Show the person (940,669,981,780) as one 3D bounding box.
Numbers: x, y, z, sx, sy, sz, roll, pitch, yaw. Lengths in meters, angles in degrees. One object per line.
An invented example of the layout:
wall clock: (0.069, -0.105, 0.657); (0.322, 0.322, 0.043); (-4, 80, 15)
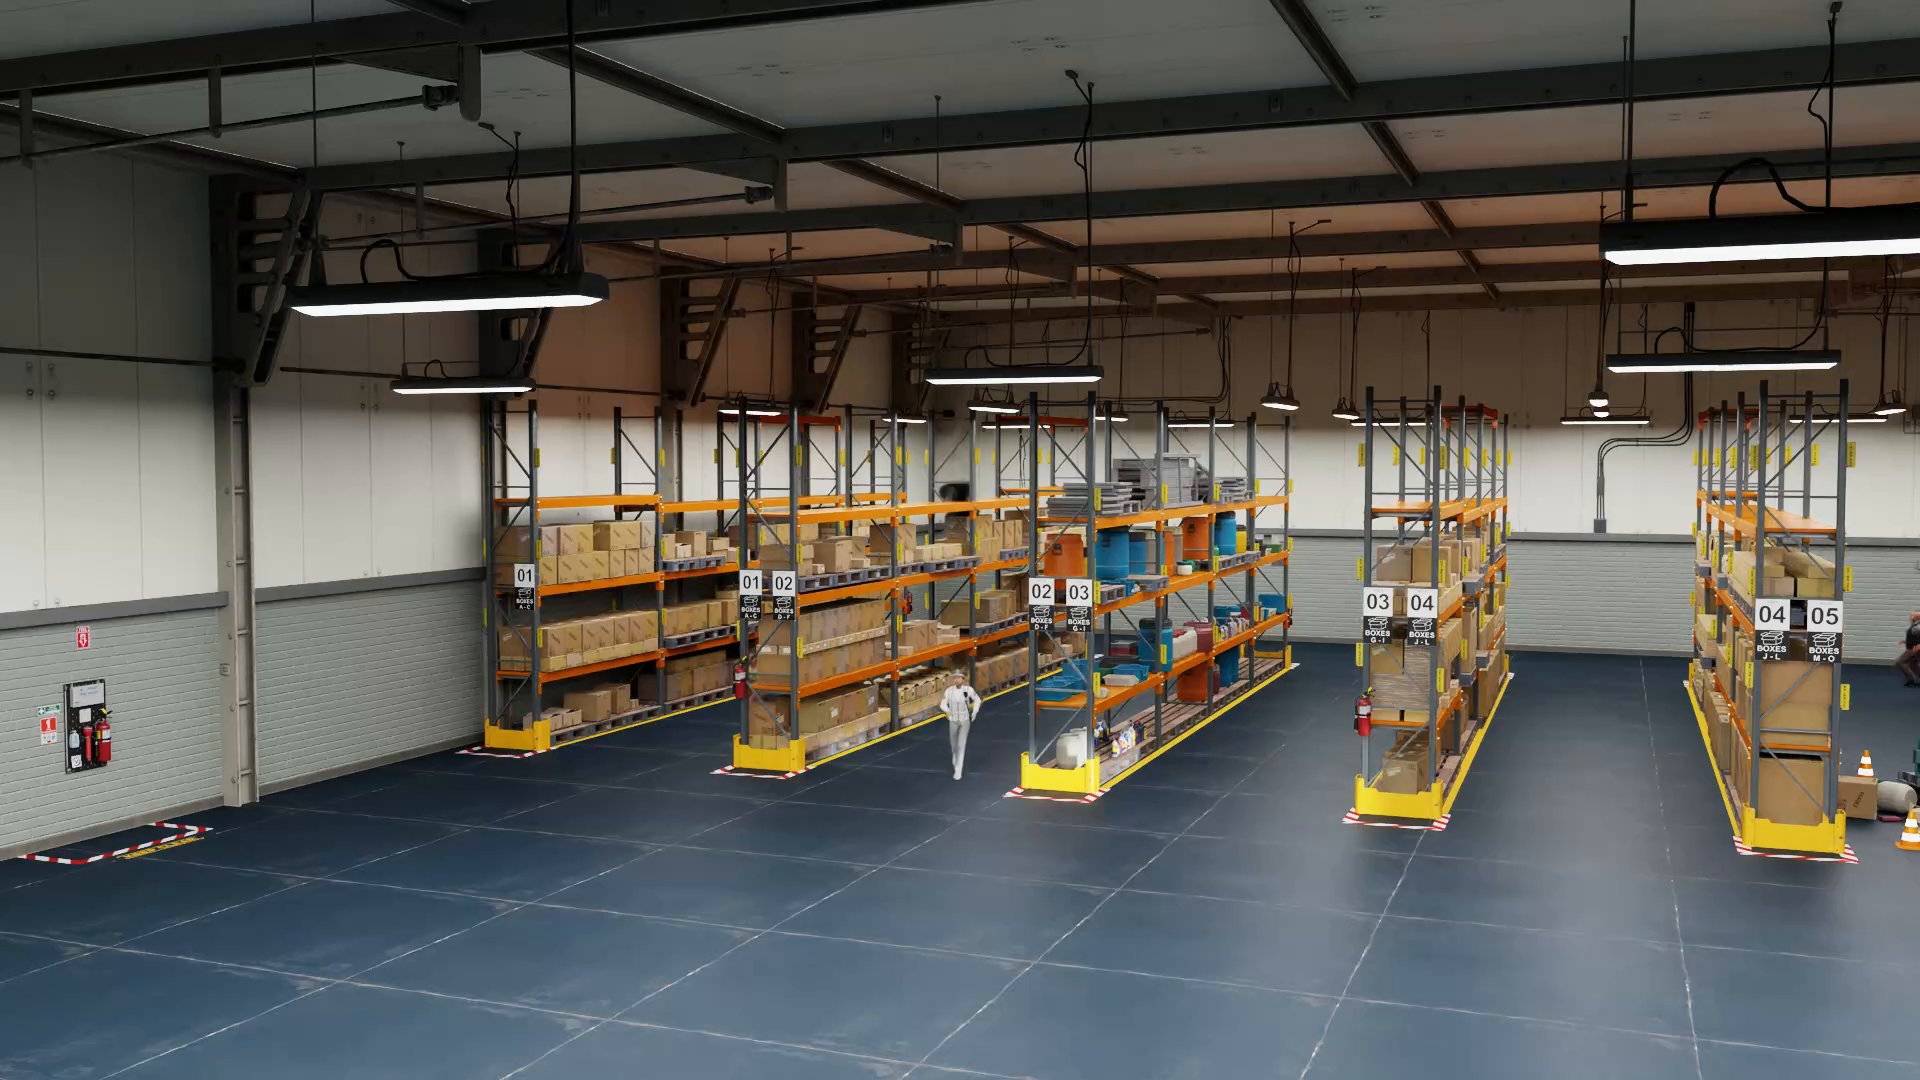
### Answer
person: (0.008, 2.867, 26.260); (0.628, 1.700, 0.902); (0, 3, 10)

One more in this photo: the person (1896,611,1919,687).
person: (20.696, 2.382, 36.095); (0.646, 1.691, 0.711); (1, 3, 27)

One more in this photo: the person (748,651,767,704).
person: (-3.560, 2.763, 29.532); (0.584, 1.659, 0.884); (1, 3, 23)
